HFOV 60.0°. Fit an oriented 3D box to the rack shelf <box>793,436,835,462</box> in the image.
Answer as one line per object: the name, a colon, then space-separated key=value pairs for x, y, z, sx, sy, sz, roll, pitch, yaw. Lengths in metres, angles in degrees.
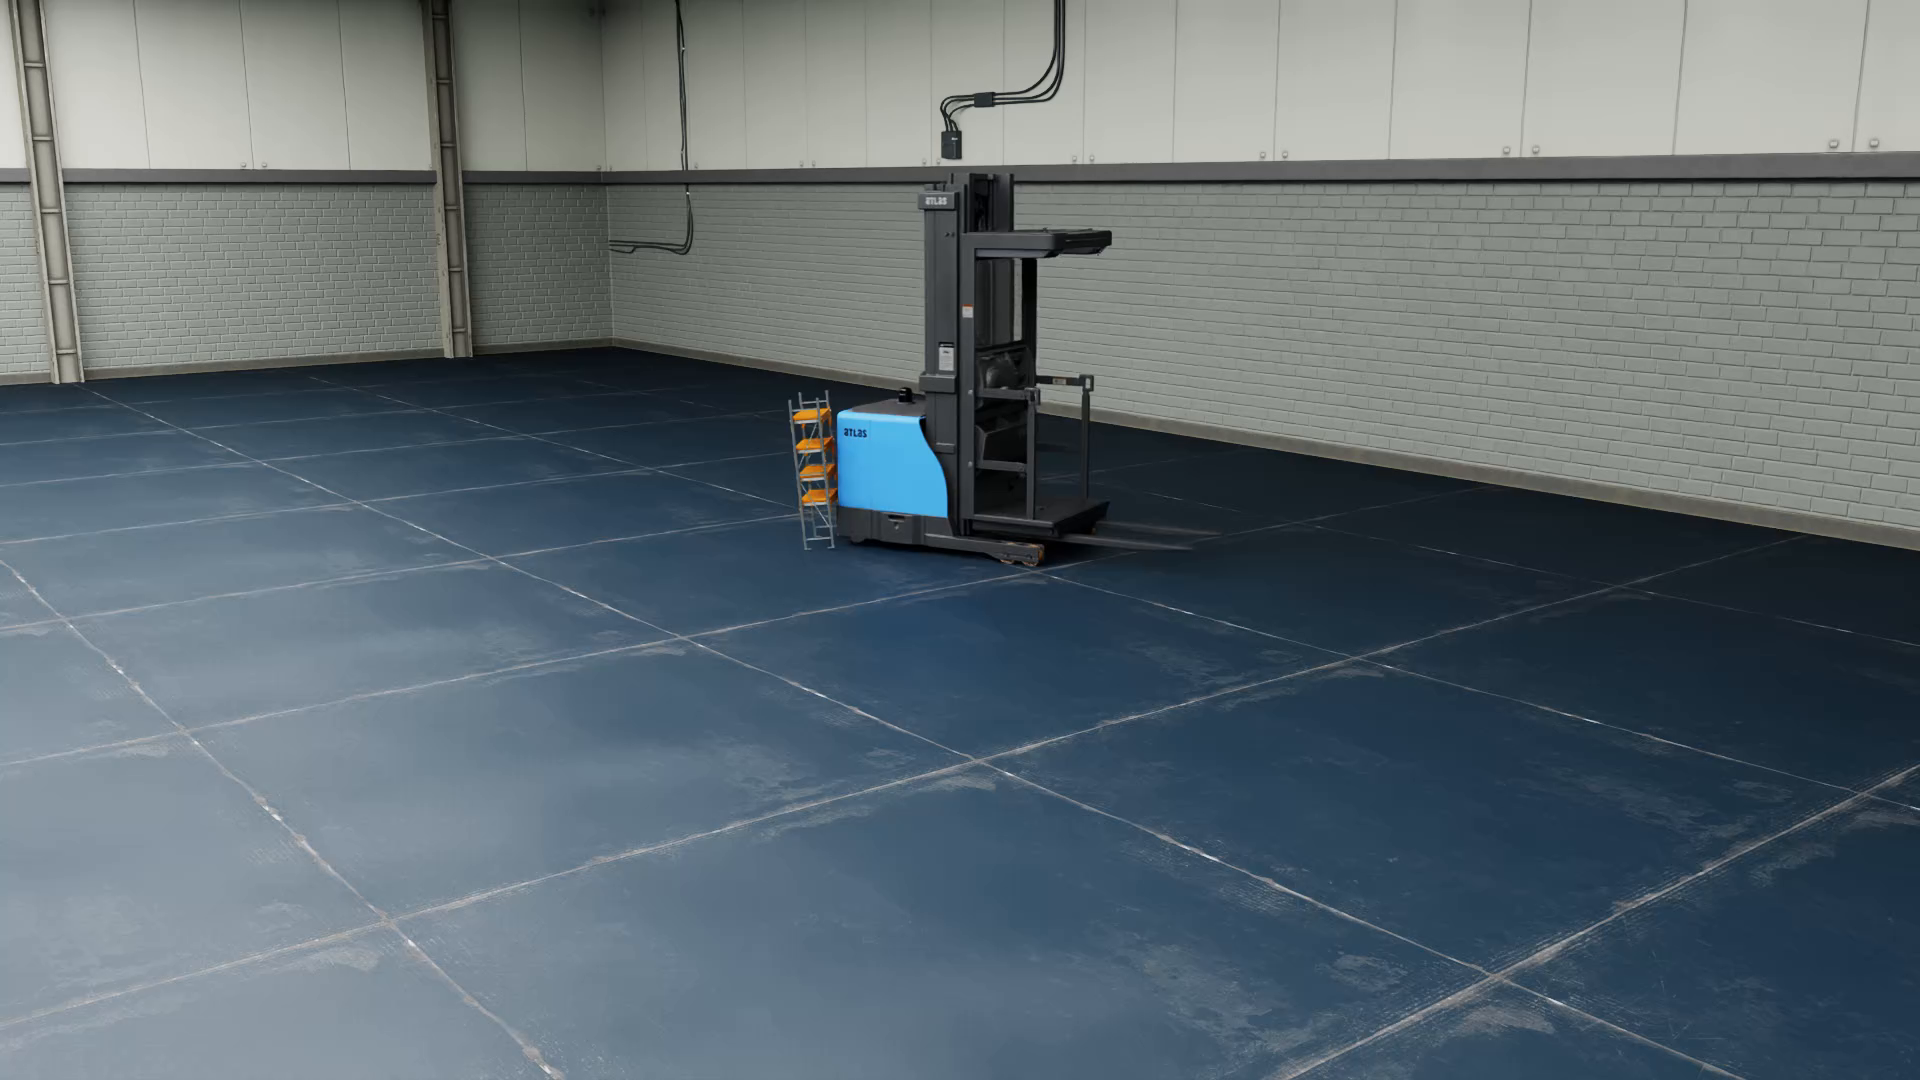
rack shelf: x=-1.168 y=-0.719 z=13.328 sx=0.258 sy=0.148 sz=0.480 roll=-4 pitch=12 yaw=5

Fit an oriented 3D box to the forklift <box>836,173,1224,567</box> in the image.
forklift: x=0.541 y=-1.354 z=12.951 sx=3.031 sy=2.935 sz=1.130 roll=6 pitch=14 yaw=28

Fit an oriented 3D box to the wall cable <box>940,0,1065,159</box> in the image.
wall cable: x=0.498 y=-7.814 z=20.578 sx=0.169 sy=6.003 sz=2.305 roll=-9 pitch=15 yaw=-38

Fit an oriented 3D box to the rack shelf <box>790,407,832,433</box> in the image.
rack shelf: x=-1.189 y=-0.950 z=13.281 sx=0.258 sy=0.148 sz=0.480 roll=-4 pitch=12 yaw=5

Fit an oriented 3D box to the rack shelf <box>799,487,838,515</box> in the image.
rack shelf: x=-1.130 y=-0.307 z=13.413 sx=0.258 sy=0.148 sz=0.480 roll=-4 pitch=12 yaw=5

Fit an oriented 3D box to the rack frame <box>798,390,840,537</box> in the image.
rack frame: x=-1.137 y=-0.617 z=13.598 sx=0.240 sy=1.200 sz=0.015 roll=-4 pitch=12 yaw=5

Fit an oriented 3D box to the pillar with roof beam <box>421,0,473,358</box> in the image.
pillar with roof beam: x=-5.857 y=-6.827 z=24.114 sx=0.400 sy=9.000 sz=9.100 roll=-9 pitch=15 yaw=-38

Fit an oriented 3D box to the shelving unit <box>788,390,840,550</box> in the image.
shelving unit: x=-1.154 y=-0.567 z=13.359 sx=0.258 sy=1.200 sz=0.503 roll=-4 pitch=12 yaw=5

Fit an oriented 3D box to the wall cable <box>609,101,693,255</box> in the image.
wall cable: x=-5.420 y=-6.174 z=28.515 sx=0.112 sy=2.526 sz=3.097 roll=-9 pitch=15 yaw=-38

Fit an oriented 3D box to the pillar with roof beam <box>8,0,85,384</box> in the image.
pillar with roof beam: x=-10.542 y=-6.048 z=20.447 sx=0.400 sy=9.000 sz=9.100 roll=-9 pitch=15 yaw=-38

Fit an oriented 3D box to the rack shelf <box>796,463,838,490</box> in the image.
rack shelf: x=-1.148 y=-0.501 z=13.373 sx=0.258 sy=0.148 sz=0.480 roll=-4 pitch=12 yaw=5

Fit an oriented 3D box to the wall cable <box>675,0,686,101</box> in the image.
wall cable: x=-3.730 y=-8.206 z=25.924 sx=0.112 sy=2.526 sz=3.097 roll=-9 pitch=15 yaw=-38

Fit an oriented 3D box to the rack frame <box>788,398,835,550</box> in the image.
rack frame: x=-1.171 y=-0.516 z=13.121 sx=0.240 sy=1.200 sz=0.015 roll=-4 pitch=12 yaw=5
